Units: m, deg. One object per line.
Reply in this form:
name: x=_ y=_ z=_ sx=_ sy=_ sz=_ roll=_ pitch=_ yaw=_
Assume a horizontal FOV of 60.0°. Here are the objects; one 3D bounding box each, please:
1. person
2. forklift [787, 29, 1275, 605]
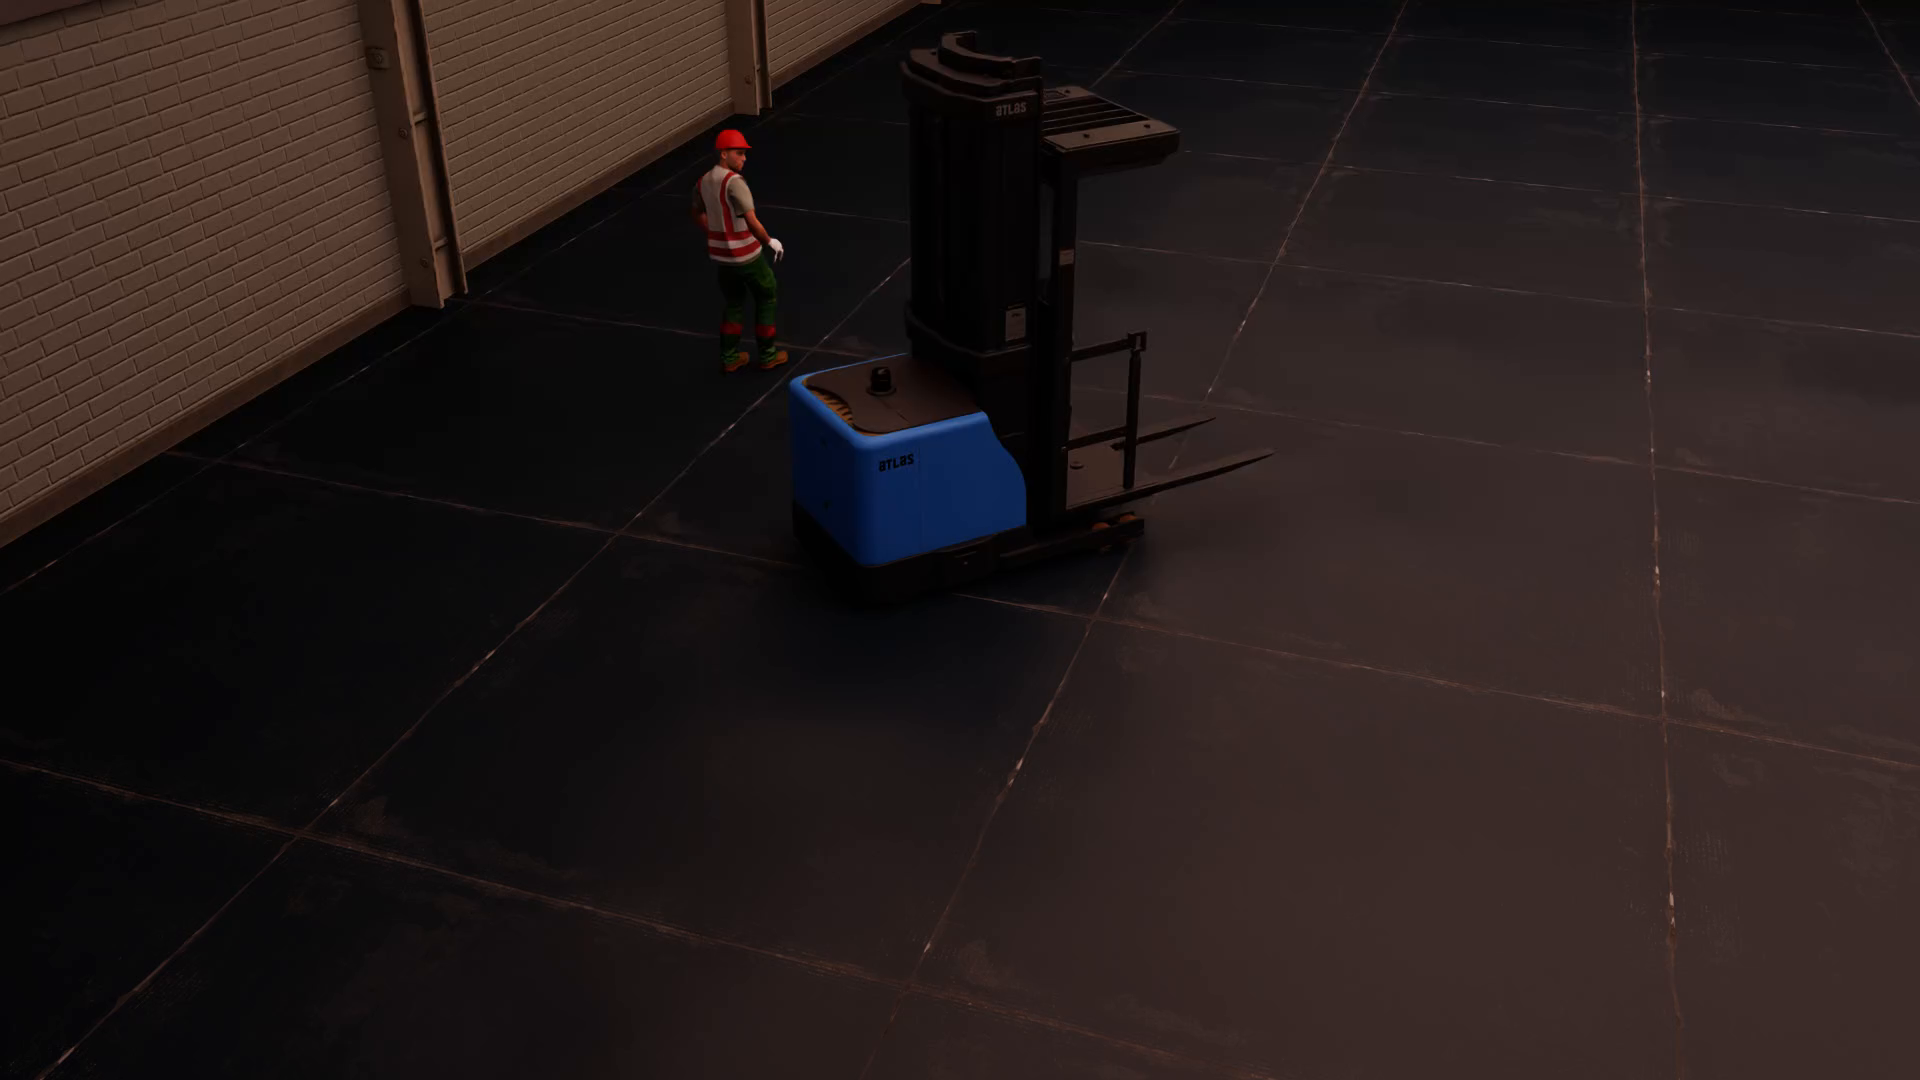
person: x=-1.578 y=-2.075 z=11.969 sx=0.745 sy=1.755 sz=0.502 roll=20 pitch=35 yaw=31
forklift: x=0.531 y=-1.423 z=9.633 sx=3.031 sy=2.935 sz=1.130 roll=-15 pitch=33 yaw=-25
